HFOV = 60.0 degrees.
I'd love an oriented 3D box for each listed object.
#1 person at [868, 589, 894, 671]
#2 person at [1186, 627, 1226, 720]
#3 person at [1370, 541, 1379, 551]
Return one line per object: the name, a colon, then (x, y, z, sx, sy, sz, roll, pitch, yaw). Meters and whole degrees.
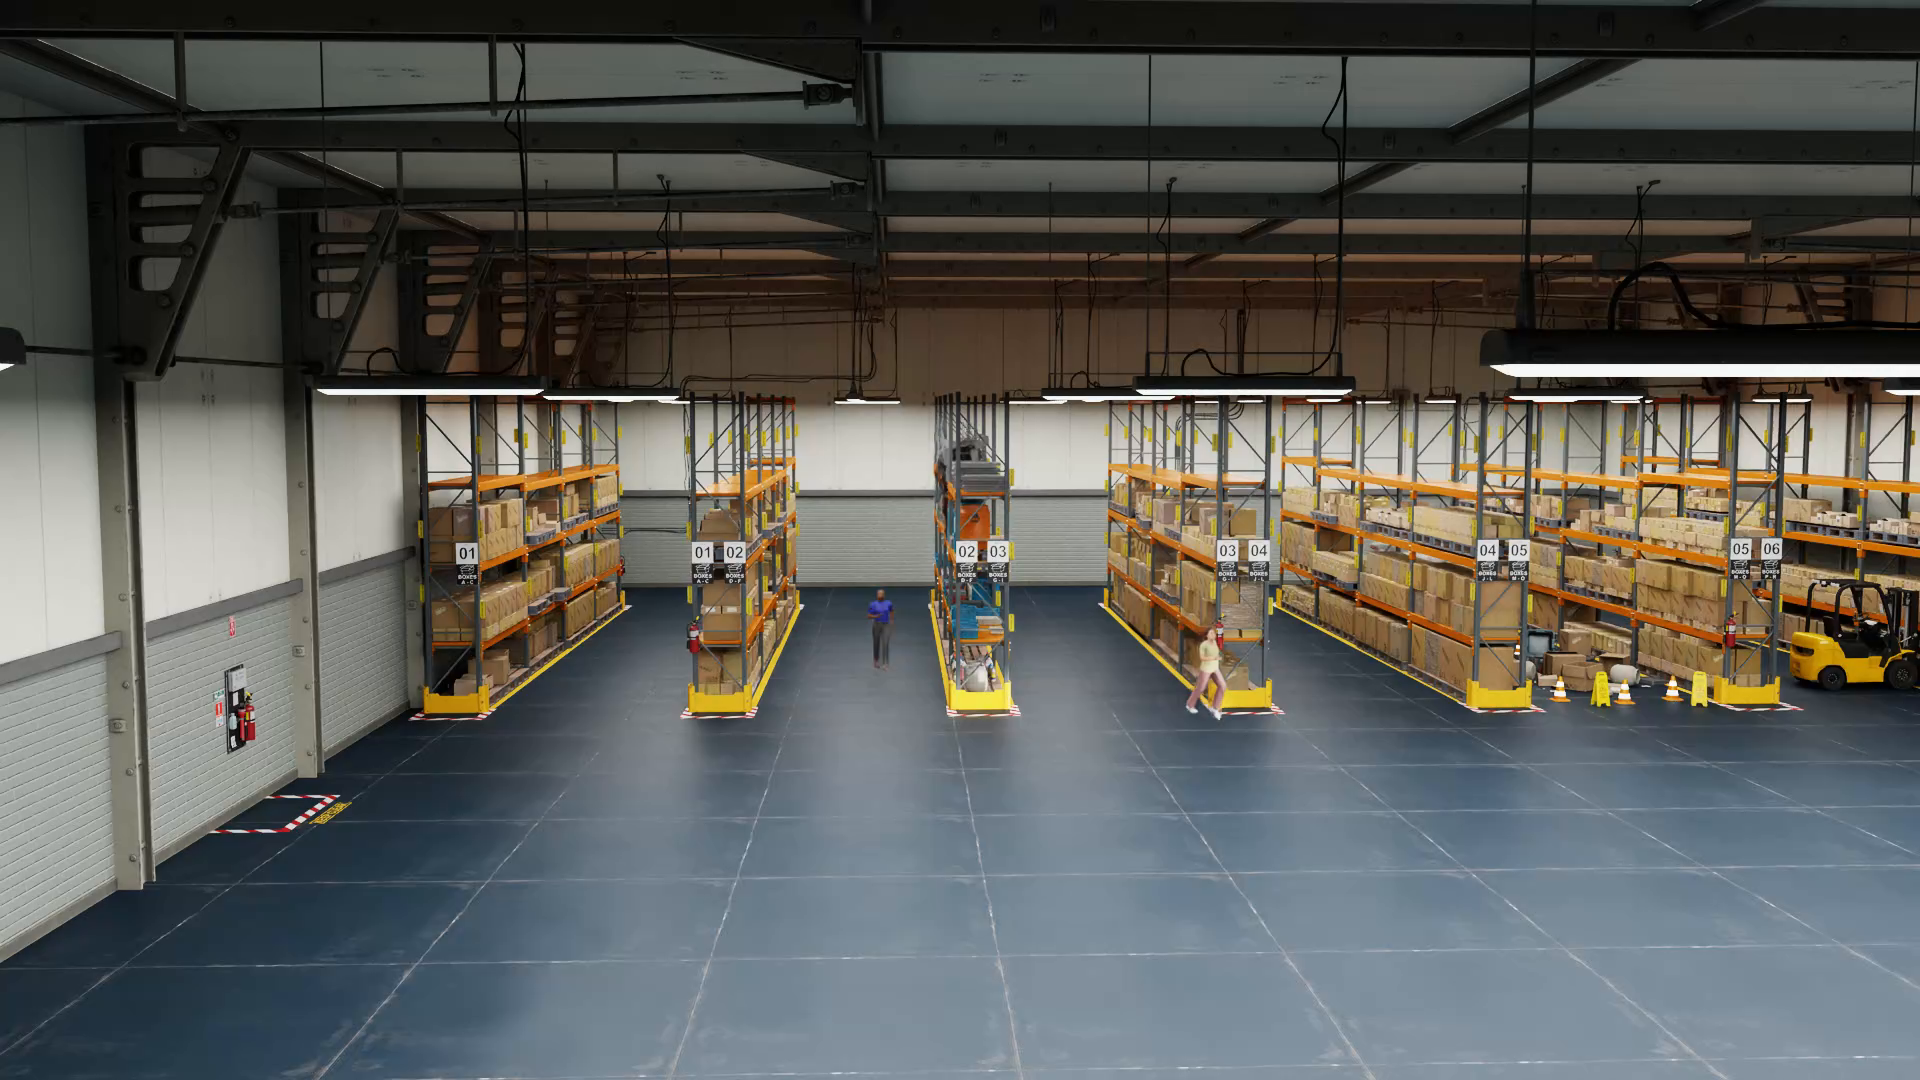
person: (-1.632, 1.865, 34.493, 0.575, 1.681, 0.887, -1, 5, -8)
person: (4.565, 2.437, 30.660, 0.584, 1.697, 0.859, -3, 6, -35)
person: (12.151, 0.910, 48.853, 0.972, 1.765, 0.699, -1, 5, -12)
